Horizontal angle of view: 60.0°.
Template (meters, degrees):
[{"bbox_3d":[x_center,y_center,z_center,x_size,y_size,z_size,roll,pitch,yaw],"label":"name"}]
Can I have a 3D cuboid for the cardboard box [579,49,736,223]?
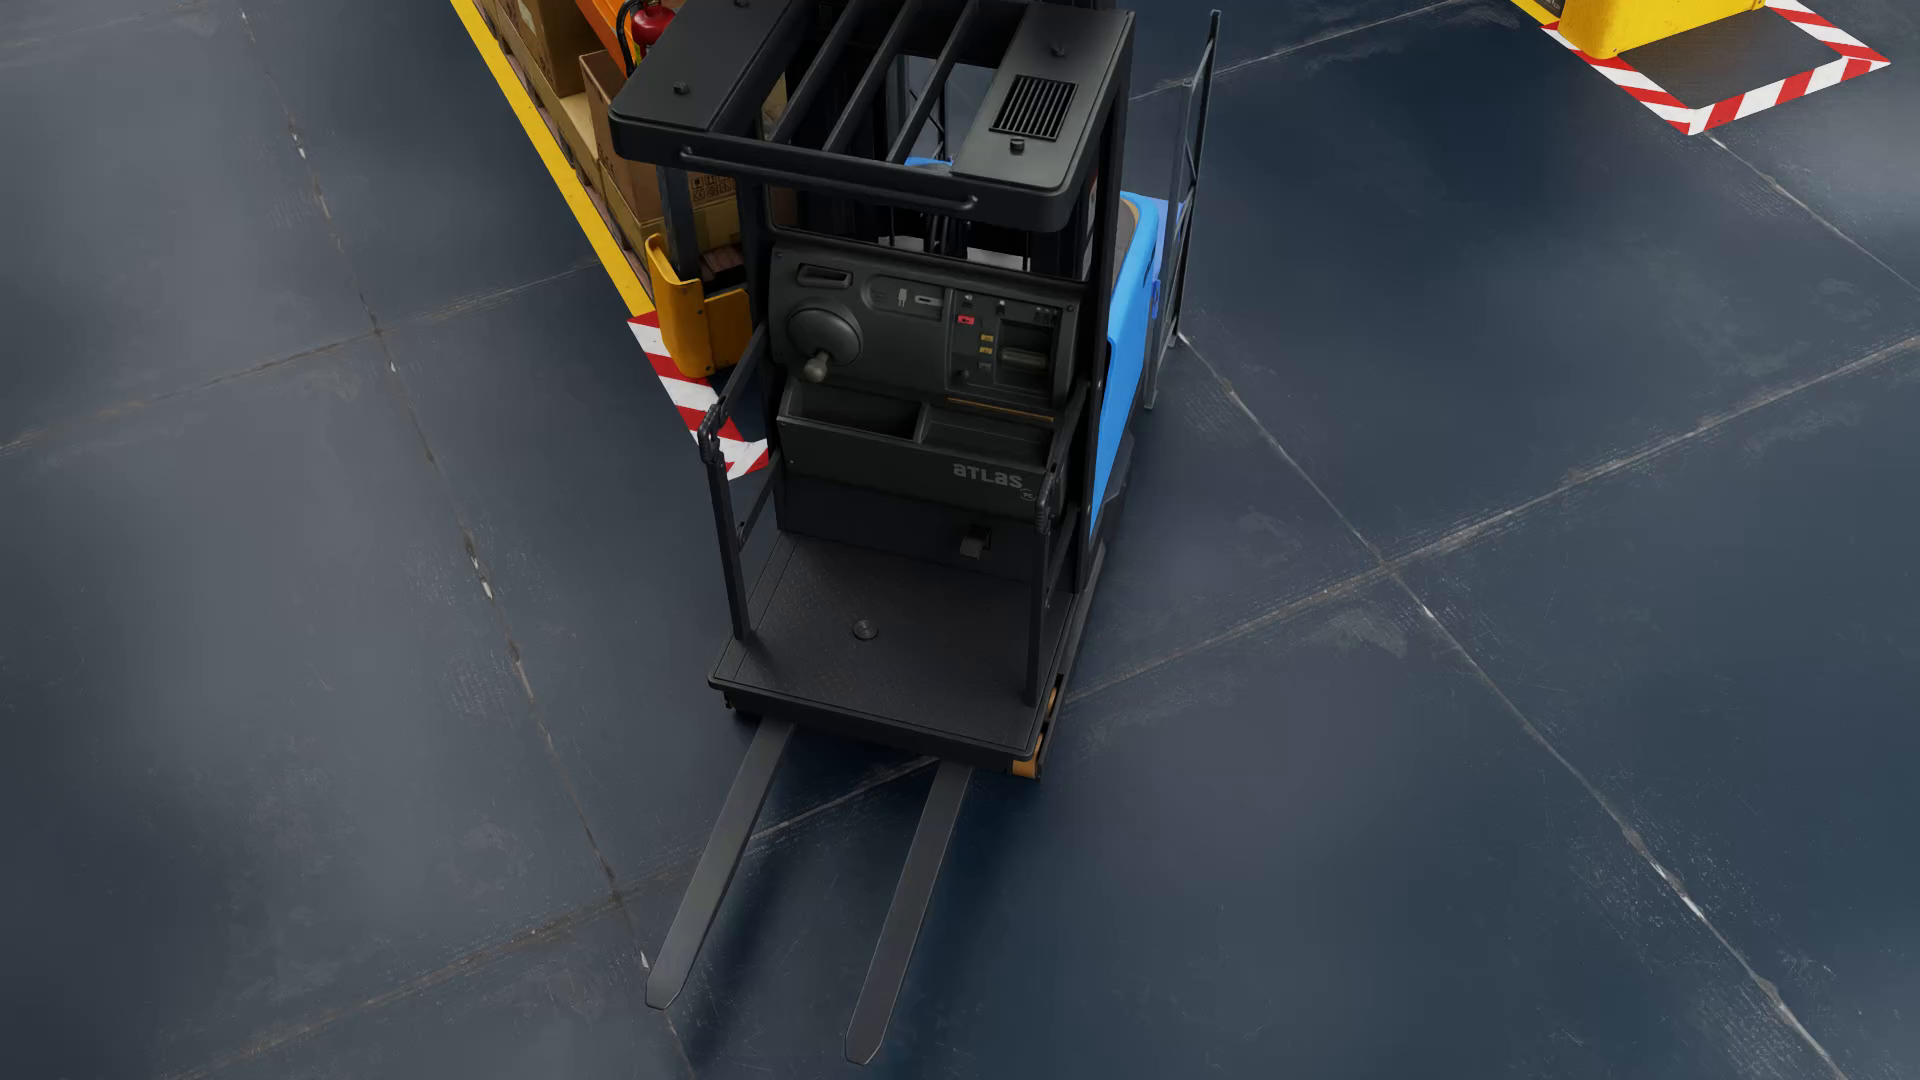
[{"bbox_3d":[-1.199,-1.701,6.795,0.500,0.500,0.500,-21,52,-18],"label":"cardboard box"}]

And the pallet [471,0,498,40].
[{"bbox_3d":[-2.192,-3.178,8.889,1.003,0.211,1.213,-21,52,-18],"label":"pallet"}]

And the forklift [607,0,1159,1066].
[{"bbox_3d":[-0.172,-0.508,4.747,1.130,2.935,3.031,12,50,10],"label":"forklift"}]

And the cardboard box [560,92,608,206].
[{"bbox_3d":[-1.436,-1.786,7.367,0.500,0.250,0.500,-21,52,-18],"label":"cardboard box"}]

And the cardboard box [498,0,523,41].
[{"bbox_3d":[-1.897,-2.701,7.669,0.500,0.500,0.500,-21,52,-18],"label":"cardboard box"}]

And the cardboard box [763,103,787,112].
[{"bbox_3d":[-0.968,-1.967,7.525,0.500,0.250,0.500,-21,52,-18],"label":"cardboard box"}]

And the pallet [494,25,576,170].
[{"bbox_3d":[-1.630,-2.360,8.174,1.003,0.211,1.213,-21,52,-18],"label":"pallet"}]

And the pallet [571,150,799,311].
[{"bbox_3d":[-1.076,-1.545,7.461,1.003,0.211,1.213,-21,52,-18],"label":"pallet"}]

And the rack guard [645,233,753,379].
[{"bbox_3d":[-0.678,-1.126,6.903,1.175,0.500,0.348,-21,52,-18],"label":"rack guard"}]

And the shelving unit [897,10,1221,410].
[{"bbox_3d":[0.350,-1.320,6.406,1.048,1.500,0.538,13,50,11],"label":"shelving unit"}]

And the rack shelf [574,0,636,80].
[{"bbox_3d":[-1.604,-3.067,7.417,1.077,0.370,4.000,-21,52,-18],"label":"rack shelf"}]

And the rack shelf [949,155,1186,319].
[{"bbox_3d":[0.350,-1.201,6.540,1.000,0.185,0.538,13,50,11],"label":"rack shelf"}]

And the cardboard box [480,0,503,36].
[{"bbox_3d":[-2.128,-2.788,8.243,0.500,0.250,0.500,-21,52,-18],"label":"cardboard box"}]

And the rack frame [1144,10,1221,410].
[{"bbox_3d":[0.835,-1.205,6.304,0.032,1.500,0.500,13,50,11],"label":"rack frame"}]

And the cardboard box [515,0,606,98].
[{"bbox_3d":[-1.669,-2.366,7.376,0.500,0.500,0.500,-21,52,-18],"label":"cardboard box"}]

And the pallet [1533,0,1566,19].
[{"bbox_3d":[3.274,-3.331,9.023,1.003,0.211,1.213,-21,52,-18],"label":"pallet"}]

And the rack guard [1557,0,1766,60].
[{"bbox_3d":[3.641,-2.880,8.437,1.175,0.500,0.348,-21,52,-18],"label":"rack guard"}]

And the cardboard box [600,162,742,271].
[{"bbox_3d":[-1.197,-1.455,7.078,0.500,0.250,0.500,-21,52,-18],"label":"cardboard box"}]

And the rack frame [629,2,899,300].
[{"bbox_3d":[-0.689,-1.965,5.976,1.000,3.000,0.127,-21,52,-18],"label":"rack frame"}]

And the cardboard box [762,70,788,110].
[{"bbox_3d":[-0.967,-2.215,7.244,0.500,0.500,0.500,-21,52,-18],"label":"cardboard box"}]

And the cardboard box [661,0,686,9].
[{"bbox_3d":[-0.891,-2.315,6.215,0.700,0.500,0.500,-21,52,-18],"label":"cardboard box"}]

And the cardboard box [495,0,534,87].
[{"bbox_3d":[-1.894,-2.455,7.952,0.500,0.250,0.500,-21,52,-18],"label":"cardboard box"}]

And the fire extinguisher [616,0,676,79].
[{"bbox_3d":[-1.047,-1.701,5.796,0.296,0.674,0.183,-21,52,-18],"label":"fire extinguisher"}]

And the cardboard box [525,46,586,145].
[{"bbox_3d":[-1.667,-2.120,7.659,0.500,0.250,0.500,-21,52,-18],"label":"cardboard box"}]

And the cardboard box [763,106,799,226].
[{"bbox_3d":[-0.736,-1.634,7.234,0.500,0.250,0.500,-21,52,-18],"label":"cardboard box"}]

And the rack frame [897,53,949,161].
[{"bbox_3d":[-0.134,-1.436,6.507,0.032,1.500,0.500,13,50,11],"label":"rack frame"}]
